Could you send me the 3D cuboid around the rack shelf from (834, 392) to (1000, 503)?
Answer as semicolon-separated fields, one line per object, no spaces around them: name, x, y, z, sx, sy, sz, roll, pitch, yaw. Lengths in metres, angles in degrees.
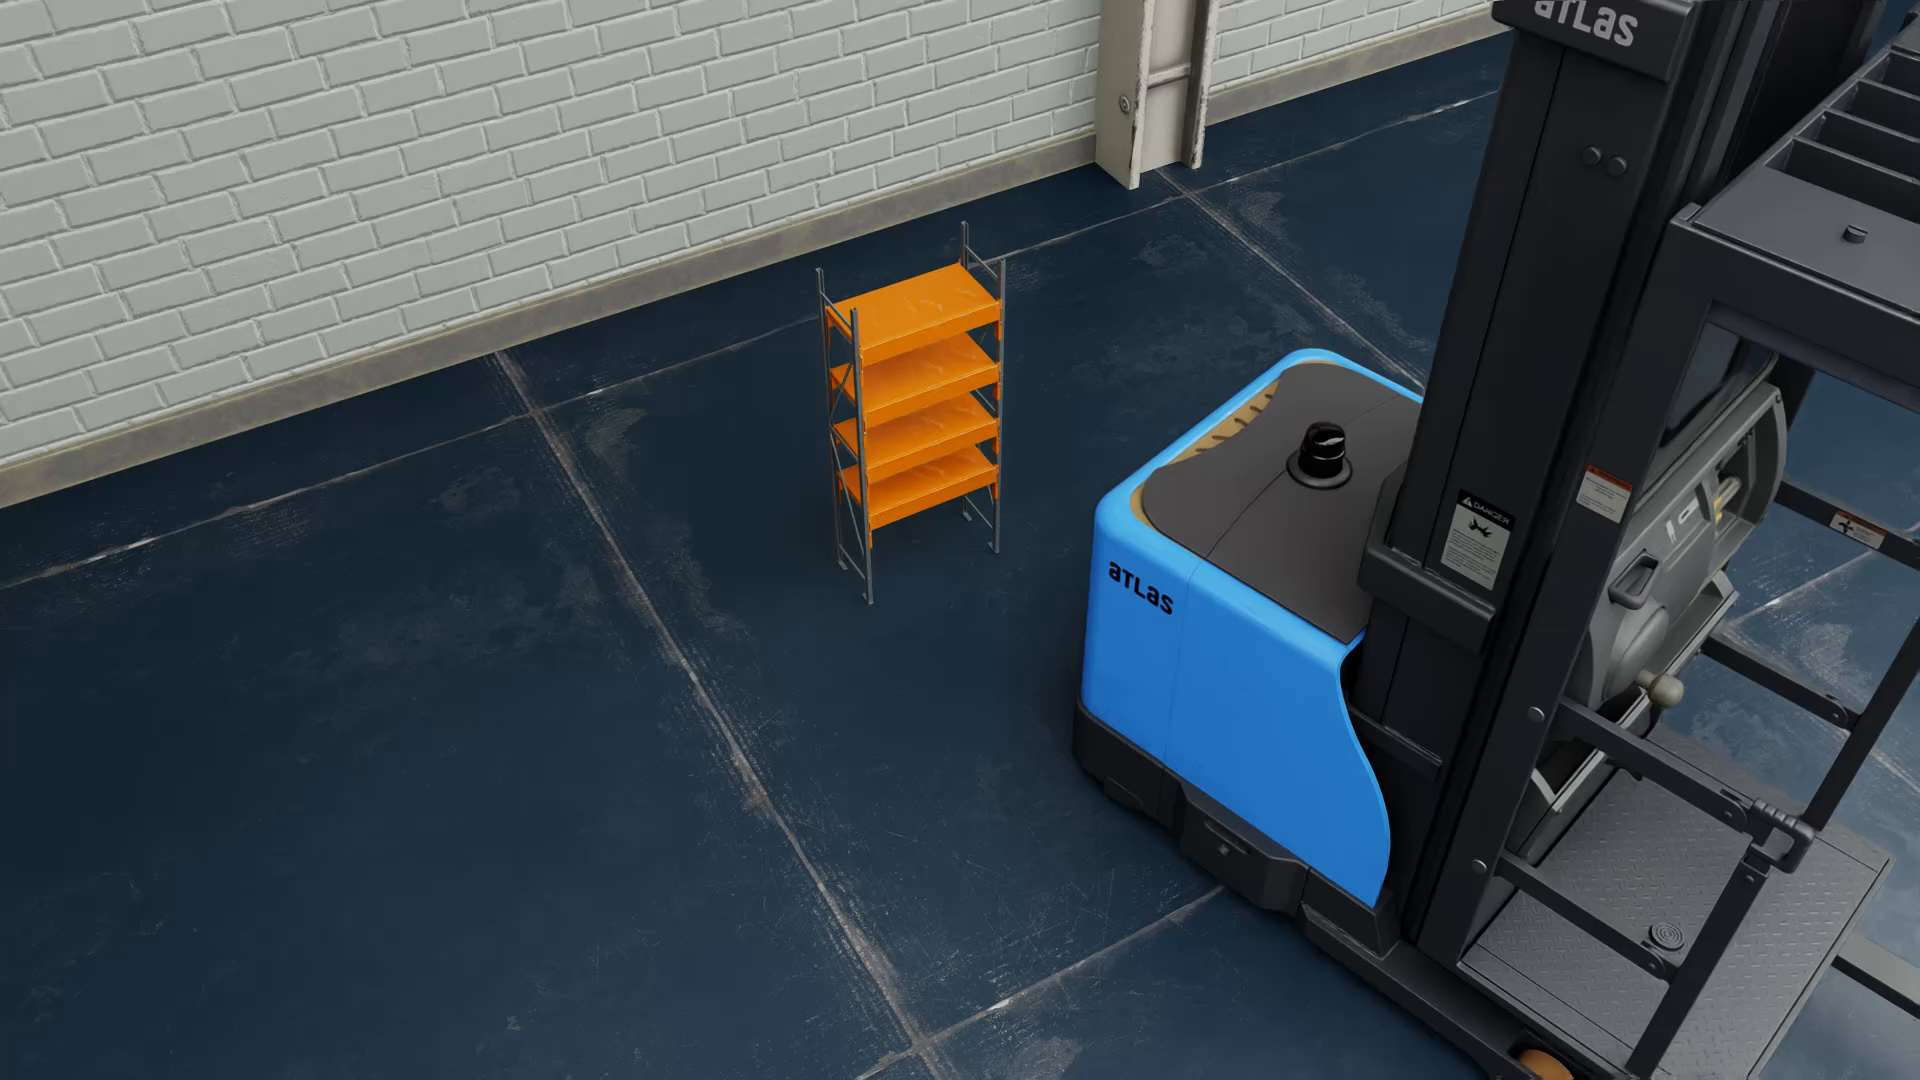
rack shelf;-0.144;-0.325;5.320;0.480;0.148;0.258;-22;48;-21

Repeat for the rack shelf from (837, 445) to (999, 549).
rack shelf;-0.144;-0.182;5.458;0.480;0.148;0.258;-22;48;-21

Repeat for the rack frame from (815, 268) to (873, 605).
rack frame;-0.355;-0.288;5.186;0.015;1.200;0.240;-22;48;-21

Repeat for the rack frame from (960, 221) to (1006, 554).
rack frame;0.068;-0.458;5.360;0.015;1.200;0.240;-22;48;-21

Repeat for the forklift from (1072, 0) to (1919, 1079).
forklift;1.753;0.087;3.556;3.031;2.935;1.130;33;53;30

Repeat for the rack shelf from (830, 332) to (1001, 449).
rack shelf;-0.144;-0.485;5.164;0.480;0.148;0.258;-22;48;-21

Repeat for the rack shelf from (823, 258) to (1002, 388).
rack shelf;-0.144;-0.655;4.999;0.480;0.148;0.258;-22;48;-21

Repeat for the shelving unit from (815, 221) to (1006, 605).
shelving unit;-0.144;-0.373;5.273;0.503;1.200;0.258;-22;48;-21

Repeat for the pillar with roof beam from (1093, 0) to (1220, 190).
pillar with roof beam;2.986;-2.337;1.697;0.400;9.000;9.100;-22;48;-21
